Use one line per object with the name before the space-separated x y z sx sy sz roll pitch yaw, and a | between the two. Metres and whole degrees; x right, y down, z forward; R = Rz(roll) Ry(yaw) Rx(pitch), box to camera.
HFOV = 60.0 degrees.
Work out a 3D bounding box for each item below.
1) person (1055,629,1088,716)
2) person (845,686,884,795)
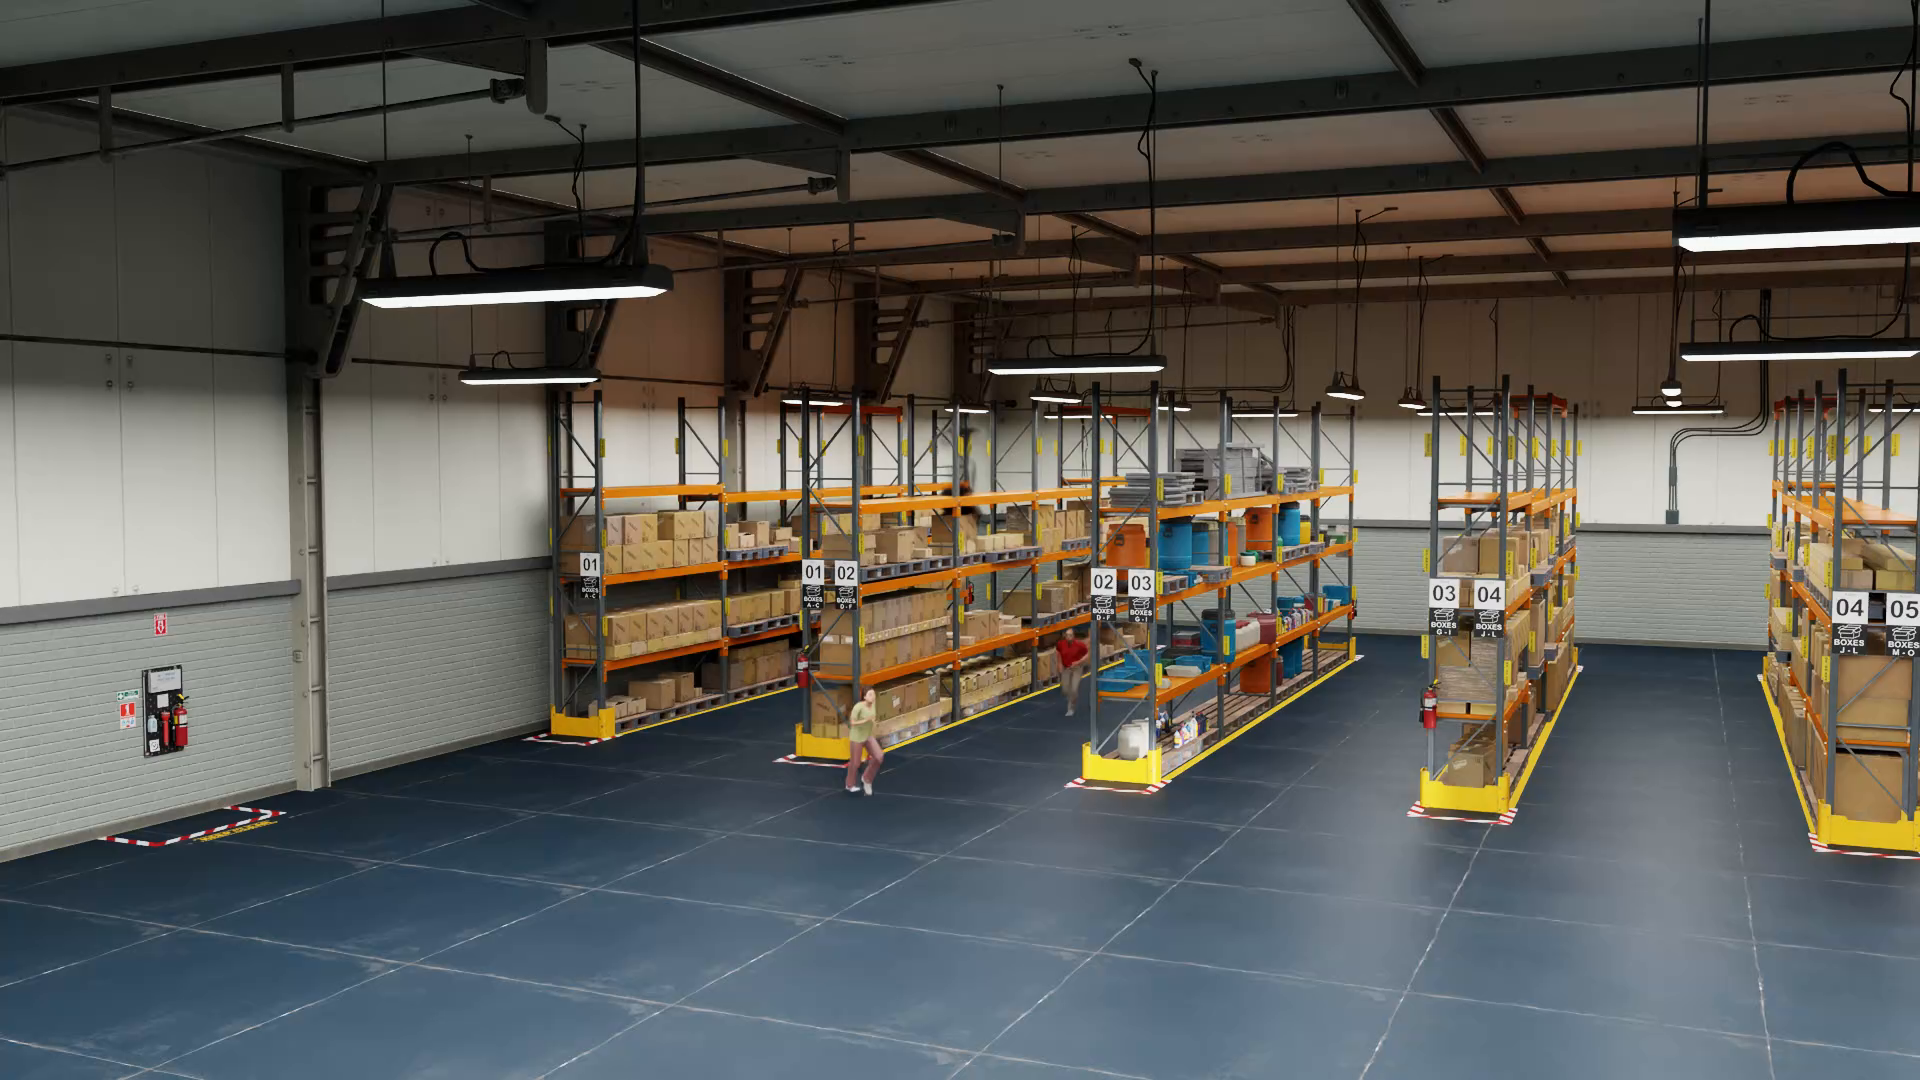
person | 2.094 2.475 31.171 0.655 1.660 0.762 1 3 13
person | -1.398 2.857 23.793 0.561 1.587 0.842 -2 4 -36
